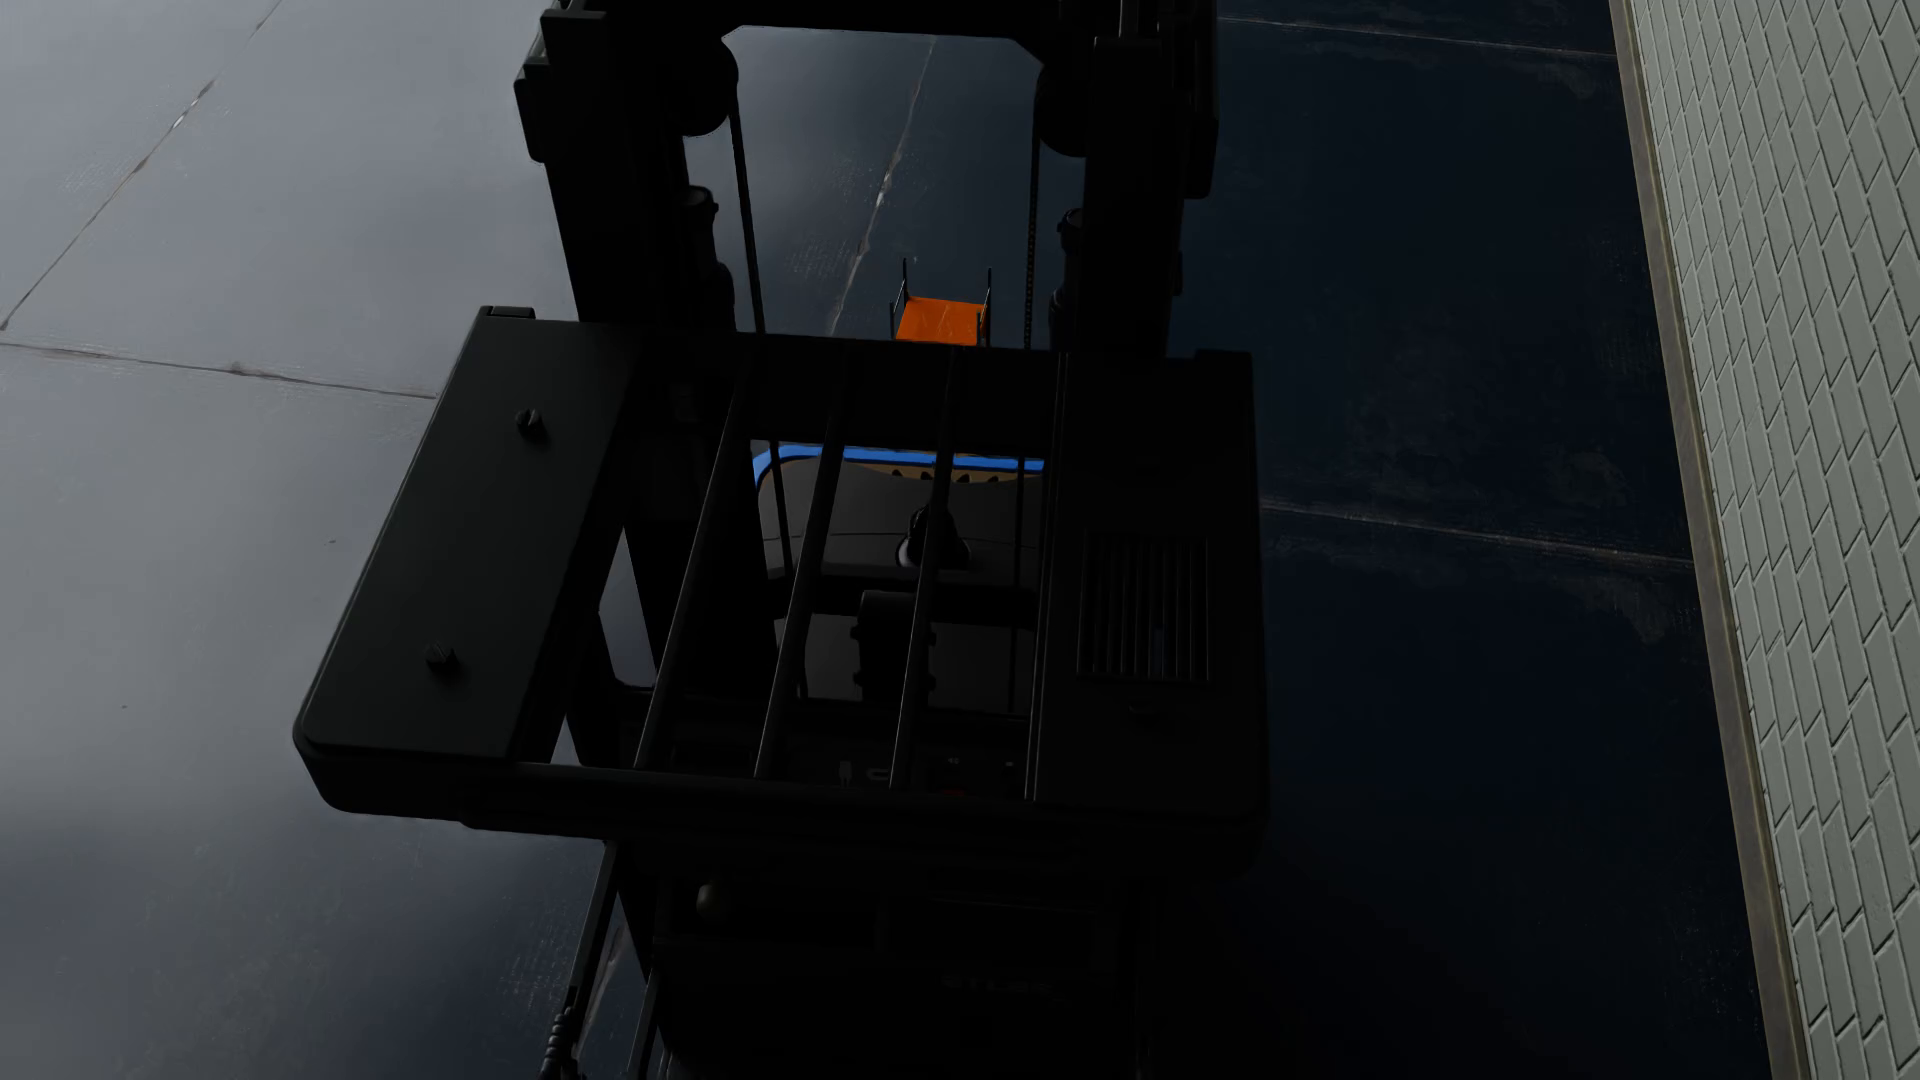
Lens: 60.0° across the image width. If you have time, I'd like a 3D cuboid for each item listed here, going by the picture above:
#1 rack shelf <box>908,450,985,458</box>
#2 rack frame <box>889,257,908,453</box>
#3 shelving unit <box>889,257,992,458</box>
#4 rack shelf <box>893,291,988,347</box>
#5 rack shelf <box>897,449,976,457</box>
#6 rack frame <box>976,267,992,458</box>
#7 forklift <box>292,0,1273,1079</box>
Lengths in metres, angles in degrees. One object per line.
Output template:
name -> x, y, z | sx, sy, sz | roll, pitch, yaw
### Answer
rack shelf -> -0.053, -0.165, 5.218 | 0.240, 0.259, 0.215 | 8, 49, 7
rack frame -> -0.173, -0.374, 5.018 | 0.008, 1.050, 0.200 | 8, 49, 7
shelving unit -> -0.053, -0.358, 5.004 | 0.252, 1.050, 0.215 | 8, 49, 7
rack shelf -> -0.053, -0.541, 4.800 | 0.240, 0.259, 0.215 | 8, 49, 7
rack shelf -> -0.053, -0.351, 5.011 | 0.240, 0.259, 0.215 | 8, 49, 7
rack frame -> 0.067, -0.342, 4.989 | 0.008, 1.050, 0.200 | 8, 49, 7
forklift -> -0.166, 0.619, 2.861 | 1.130, 2.935, 3.031 | 4, 48, 4
